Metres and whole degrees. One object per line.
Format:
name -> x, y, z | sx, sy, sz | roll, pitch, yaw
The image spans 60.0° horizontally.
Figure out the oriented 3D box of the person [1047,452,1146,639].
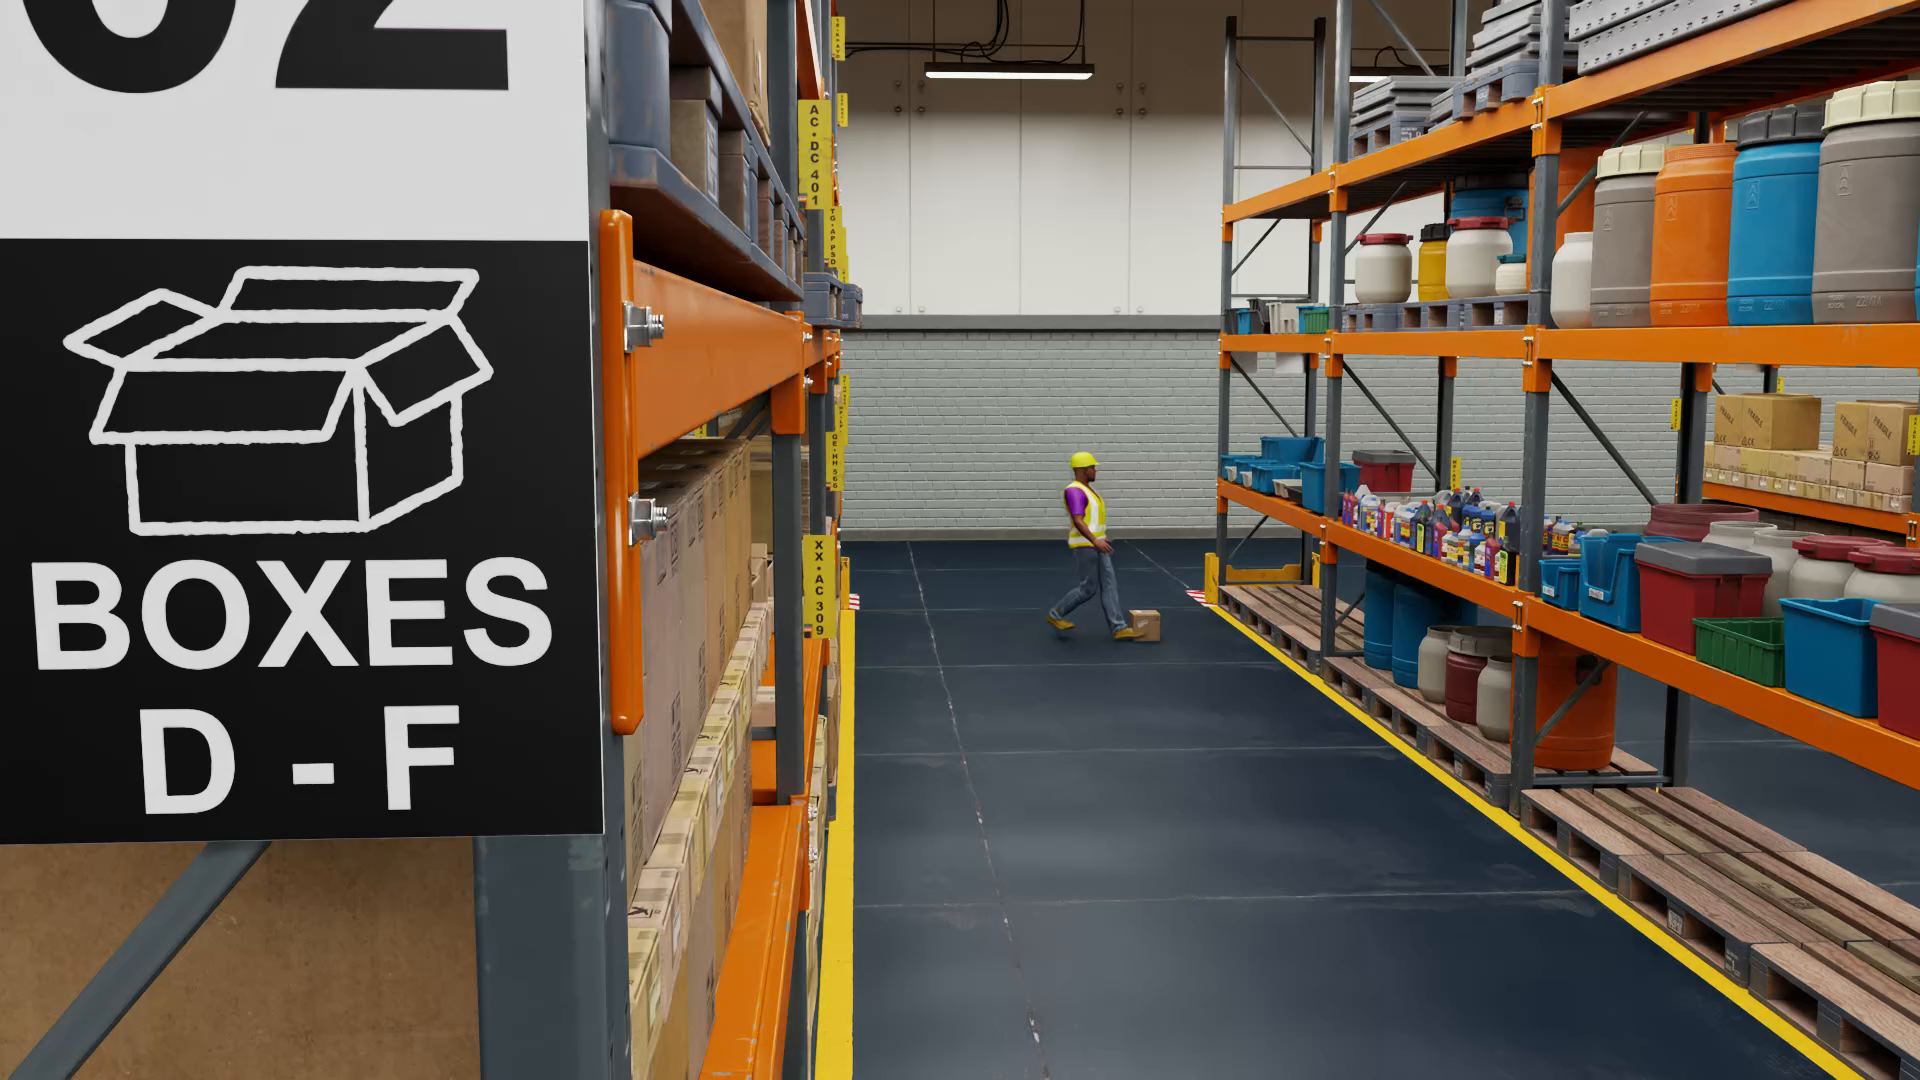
person -> 1.255, 0.061, 15.284 | 0.938, 1.720, 0.650 | 3, 7, 21
